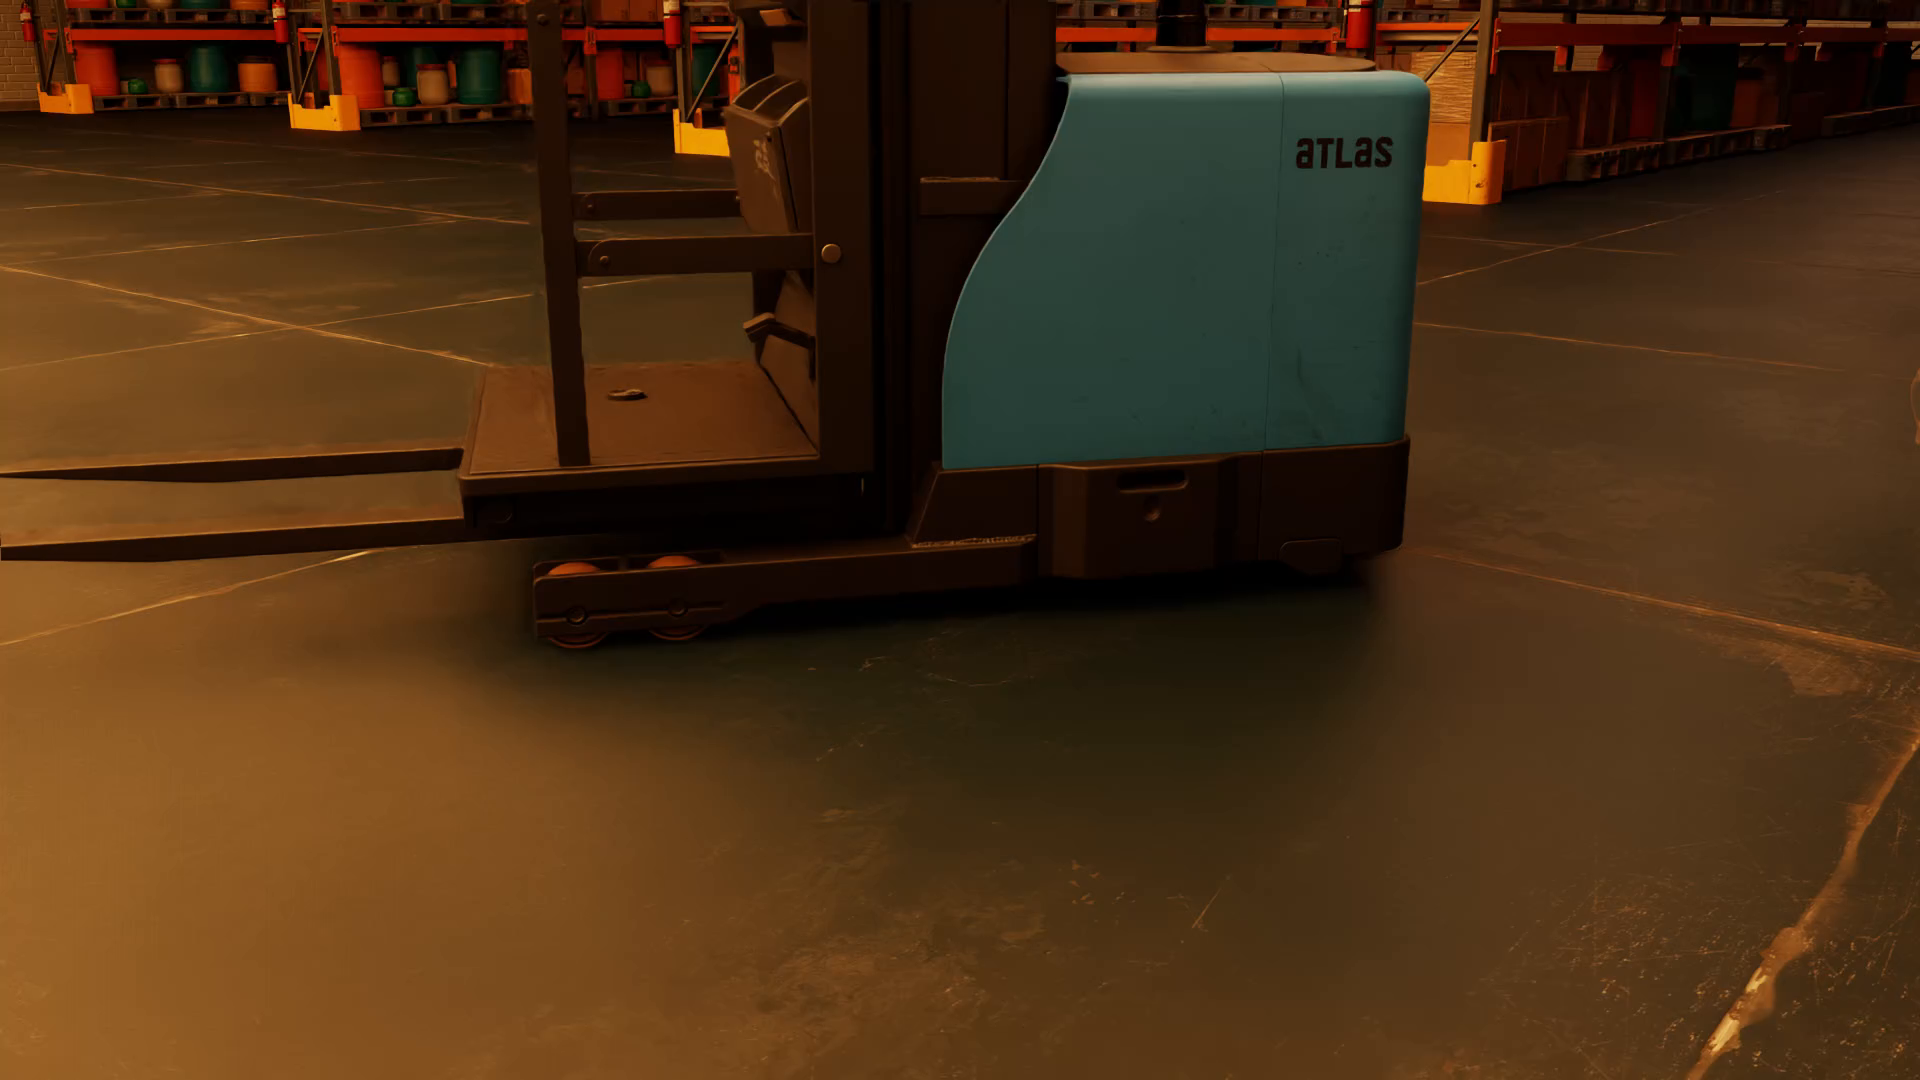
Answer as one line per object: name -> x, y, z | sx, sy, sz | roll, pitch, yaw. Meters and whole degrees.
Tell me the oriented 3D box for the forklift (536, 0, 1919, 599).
forklift -> 0.645, -1.430, 3.606 | 3.031, 2.935, 1.130 | -1, 17, -4
